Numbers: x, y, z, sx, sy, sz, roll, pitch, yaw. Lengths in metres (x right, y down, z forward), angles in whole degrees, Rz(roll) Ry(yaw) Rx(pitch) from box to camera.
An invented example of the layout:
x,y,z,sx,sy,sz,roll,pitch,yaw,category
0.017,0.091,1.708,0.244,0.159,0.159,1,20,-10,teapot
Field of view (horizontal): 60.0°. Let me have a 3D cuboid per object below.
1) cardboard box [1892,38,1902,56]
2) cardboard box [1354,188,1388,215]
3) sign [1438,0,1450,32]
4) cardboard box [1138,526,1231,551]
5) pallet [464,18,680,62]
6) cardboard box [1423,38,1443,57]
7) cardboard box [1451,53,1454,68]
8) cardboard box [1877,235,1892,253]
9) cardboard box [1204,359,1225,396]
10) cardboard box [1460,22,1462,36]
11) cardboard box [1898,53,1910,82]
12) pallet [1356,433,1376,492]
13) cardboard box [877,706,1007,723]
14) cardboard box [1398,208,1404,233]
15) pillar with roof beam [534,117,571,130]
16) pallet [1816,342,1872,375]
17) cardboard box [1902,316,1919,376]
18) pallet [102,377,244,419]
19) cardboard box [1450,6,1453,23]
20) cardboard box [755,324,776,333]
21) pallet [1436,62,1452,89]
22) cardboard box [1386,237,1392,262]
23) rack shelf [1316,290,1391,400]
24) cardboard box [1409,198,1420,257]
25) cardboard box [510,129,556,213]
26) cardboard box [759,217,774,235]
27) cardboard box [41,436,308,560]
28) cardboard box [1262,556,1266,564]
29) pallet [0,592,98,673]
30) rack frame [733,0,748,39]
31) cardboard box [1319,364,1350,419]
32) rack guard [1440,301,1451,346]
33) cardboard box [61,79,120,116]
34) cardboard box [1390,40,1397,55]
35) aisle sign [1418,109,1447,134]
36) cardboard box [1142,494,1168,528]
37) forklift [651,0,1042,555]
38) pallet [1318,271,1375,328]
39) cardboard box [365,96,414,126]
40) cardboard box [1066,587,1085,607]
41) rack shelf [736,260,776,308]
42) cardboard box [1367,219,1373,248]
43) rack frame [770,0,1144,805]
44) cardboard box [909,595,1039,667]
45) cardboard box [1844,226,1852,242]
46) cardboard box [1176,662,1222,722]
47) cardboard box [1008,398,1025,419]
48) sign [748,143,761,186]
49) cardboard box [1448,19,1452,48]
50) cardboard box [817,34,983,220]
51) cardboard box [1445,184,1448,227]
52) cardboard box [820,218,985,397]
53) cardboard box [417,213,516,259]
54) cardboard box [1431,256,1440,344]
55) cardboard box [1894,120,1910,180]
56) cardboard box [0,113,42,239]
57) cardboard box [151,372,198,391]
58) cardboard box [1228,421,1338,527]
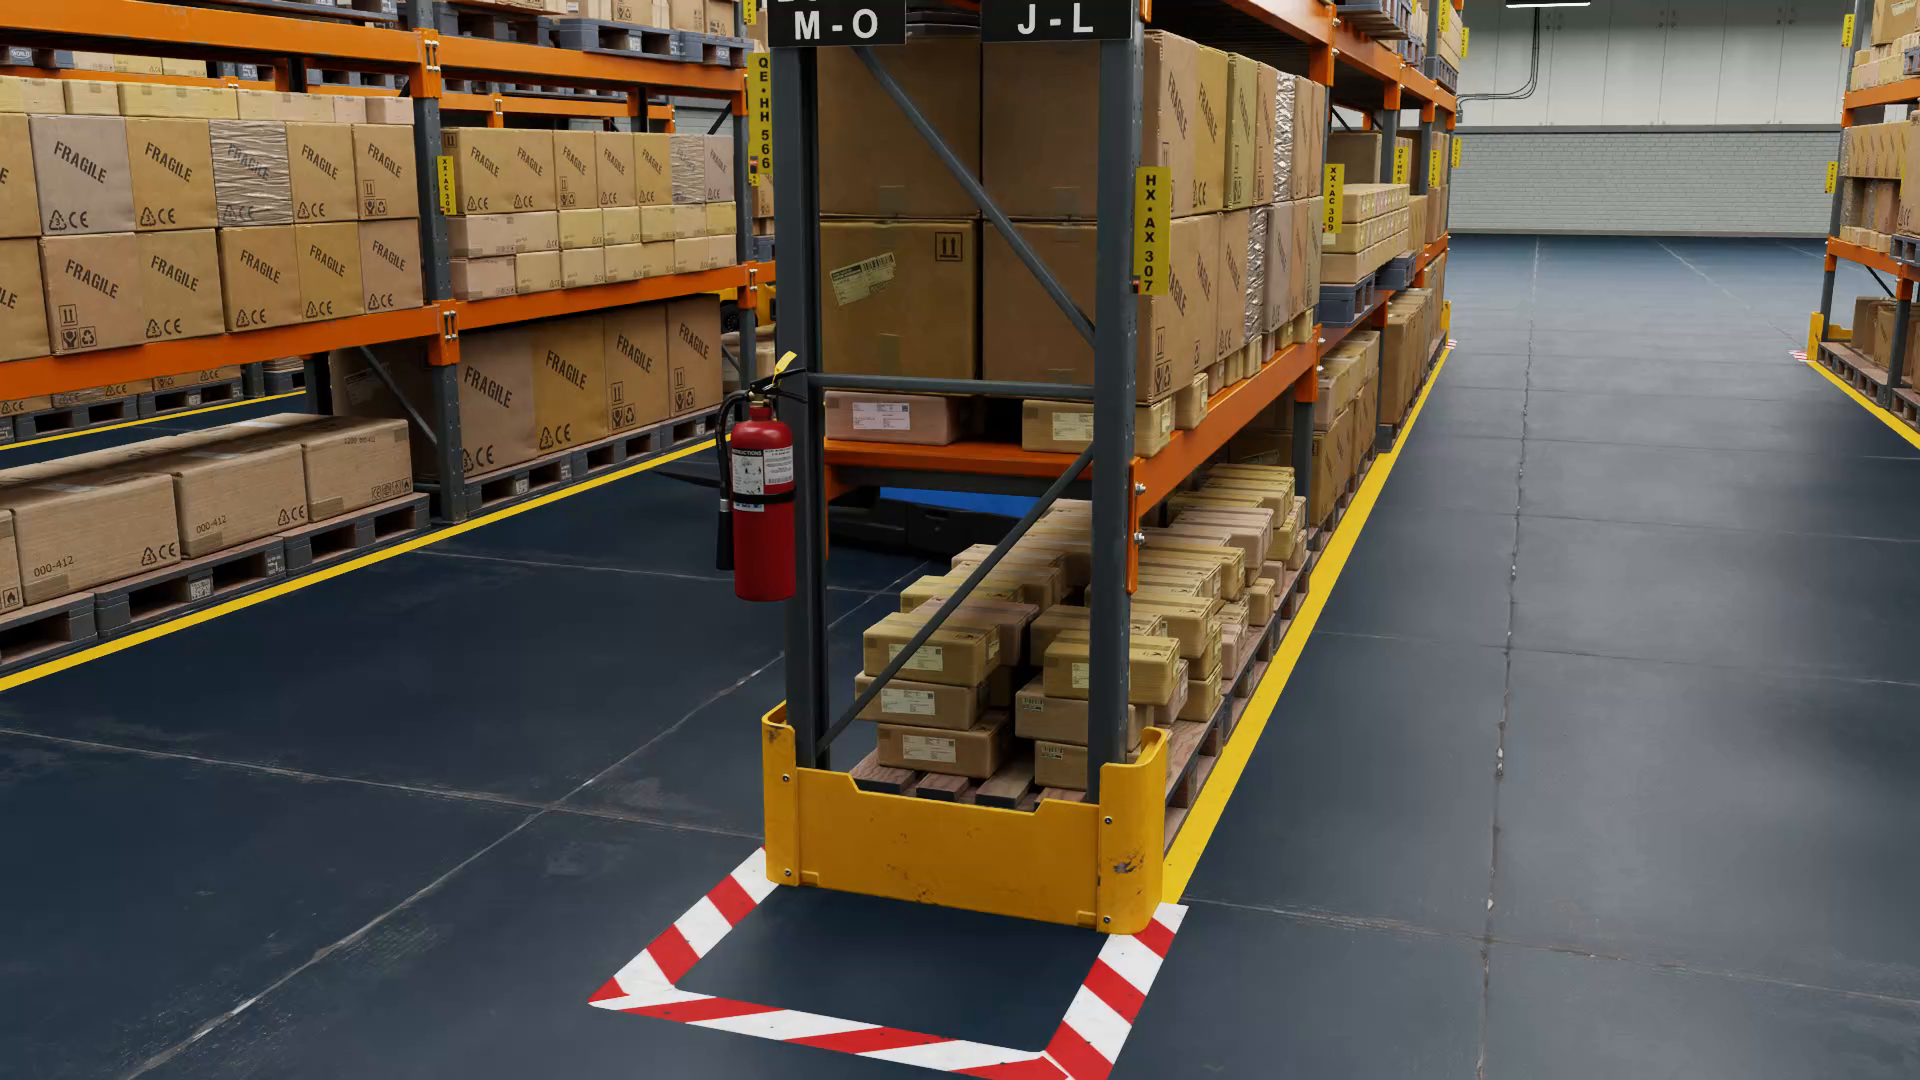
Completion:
x,y,z,sx,sy,sz,roll,pitch,yaw,category
8.776,-4.515,15.228,0.380,0.149,0.250,5,14,21,cardboard box
2.254,-1.952,9.585,0.380,0.149,0.250,5,14,20,cardboard box
4.379,-4.773,15.050,0.100,0.325,0.005,4,14,18,sign
0.869,0.055,6.631,0.380,0.149,0.250,4,14,19,cardboard box
-2.665,-3.431,11.461,1.003,0.211,1.213,5,14,21,pallet
4.302,-4.588,15.503,0.380,0.149,0.250,4,13,17,cardboard box
4.958,-5.016,17.379,0.380,0.149,0.250,4,14,19,cardboard box
8.518,-2.669,15.005,0.380,0.149,0.250,4,14,18,cardboard box
0.748,-0.617,6.015,0.380,0.149,0.250,4,13,17,cardboard box
5.369,-5.671,18.458,0.380,0.149,0.250,4,14,19,cardboard box
8.602,-4.177,14.645,0.500,0.250,0.500,5,14,20,cardboard box
2.314,-0.576,11.538,1.003,0.211,1.213,4,14,18,pallet
-0.060,0.582,5.660,0.380,0.149,0.250,5,14,20,cardboard box
2.672,-2.079,10.807,0.380,0.149,0.250,5,14,20,cardboard box
-1.262,-7.009,19.975,9.100,9.000,0.400,4,14,18,pillar with roof beam
9.496,-1.862,17.172,1.003,0.211,1.213,4,14,18,pallet
8.869,-1.753,15.099,0.500,0.500,0.500,10,16,36,cardboard box
-7.123,-1.278,14.612,1.003,0.211,1.213,4,14,18,pallet
4.713,-5.245,16.589,0.380,0.149,0.250,4,14,18,cardboard box
-1.474,-1.792,15.561,0.950,0.372,0.625,5,14,20,cardboard box
4.534,-4.789,17.188,1.003,0.211,1.213,4,14,18,pallet
2.424,-1.776,10.148,0.380,0.149,0.250,5,14,20,cardboard box
1.921,-1.328,10.183,1.077,0.370,4.000,4,14,18,rack shelf
3.620,-2.649,14.129,0.500,0.500,0.500,5,14,19,cardboard box
-2.889,-2.310,10.398,0.500,0.500,0.500,4,14,18,cardboard box
-1.744,-2.630,13.889,0.380,0.149,0.250,3,13,15,cardboard box
-4.036,-0.236,8.594,0.875,0.438,0.875,4,13,17,cardboard box
1.153,0.033,7.398,0.380,0.149,0.250,4,14,19,cardboard box
-4.552,0.435,7.109,1.003,0.211,1.213,4,14,18,pallet
-2.148,-5.360,12.749,1.000,3.000,0.127,4,14,18,rack frame
1.933,-0.858,9.497,0.500,0.250,0.500,5,14,20,cardboard box
5.165,-2.571,19.629,1.175,0.500,0.348,4,14,18,rack guard
-3.926,-1.930,7.274,0.380,0.149,0.250,4,14,19,cardboard box
2.624,-3.473,10.997,0.500,0.500,0.500,4,14,18,cardboard box
5.464,-5.045,19.010,0.394,0.787,0.004,4,14,18,aisle sign
0.723,-0.138,7.478,0.380,0.149,0.250,4,13,17,cardboard box
-0.508,-1.510,9.516,3.031,2.935,1.130,9,16,35,forklift
1.659,-1.315,8.939,1.003,0.211,1.213,4,14,18,pallet
-3.241,-2.358,9.148,0.380,0.149,0.250,4,13,17,cardboard box
0.303,0.221,6.575,0.380,0.149,0.250,5,14,21,cardboard box
-1.501,-2.506,15.342,1.077,0.370,4.000,4,14,18,rack shelf
2.002,-1.644,8.903,0.380,0.149,0.250,5,14,20,cardboard box
-0.020,-0.416,4.569,1.000,3.000,0.127,4,14,18,rack frame
0.047,0.301,5.555,0.380,0.149,0.250,5,14,19,cardboard box
9.305,-3.138,17.060,0.380,0.149,0.250,4,14,18,cardboard box
0.720,0.522,5.921,0.380,0.149,0.250,5,14,19,cardboard box
0.001,-0.486,5.440,0.380,0.149,0.250,4,14,18,cardboard box
-1.622,-2.960,13.116,0.100,0.325,0.005,4,14,18,sign
4.610,-5.026,16.525,0.500,0.250,0.500,4,14,18,cardboard box
-0.107,-1.211,4.914,0.500,0.500,0.500,4,13,17,cardboard box
5.080,-3.776,18.955,0.875,0.550,0.550,4,14,18,cardboard box
-0.118,-0.723,5.020,0.500,0.500,0.500,5,14,20,cardboard box
-3.033,-1.836,10.005,0.500,0.250,0.500,4,13,17,cardboard box
4.717,-2.620,18.059,0.875,0.875,0.875,4,13,18,cardboard box
8.408,-3.360,14.327,0.500,0.500,0.500,4,14,18,cardboard box
-4.151,-1.477,6.746,0.500,0.500,0.500,4,13,17,cardboard box
-6.951,-1.569,14.294,0.500,0.500,0.500,4,13,18,cardboard box
1.764,-0.381,9.088,0.500,0.500,0.500,5,14,21,cardboard box
